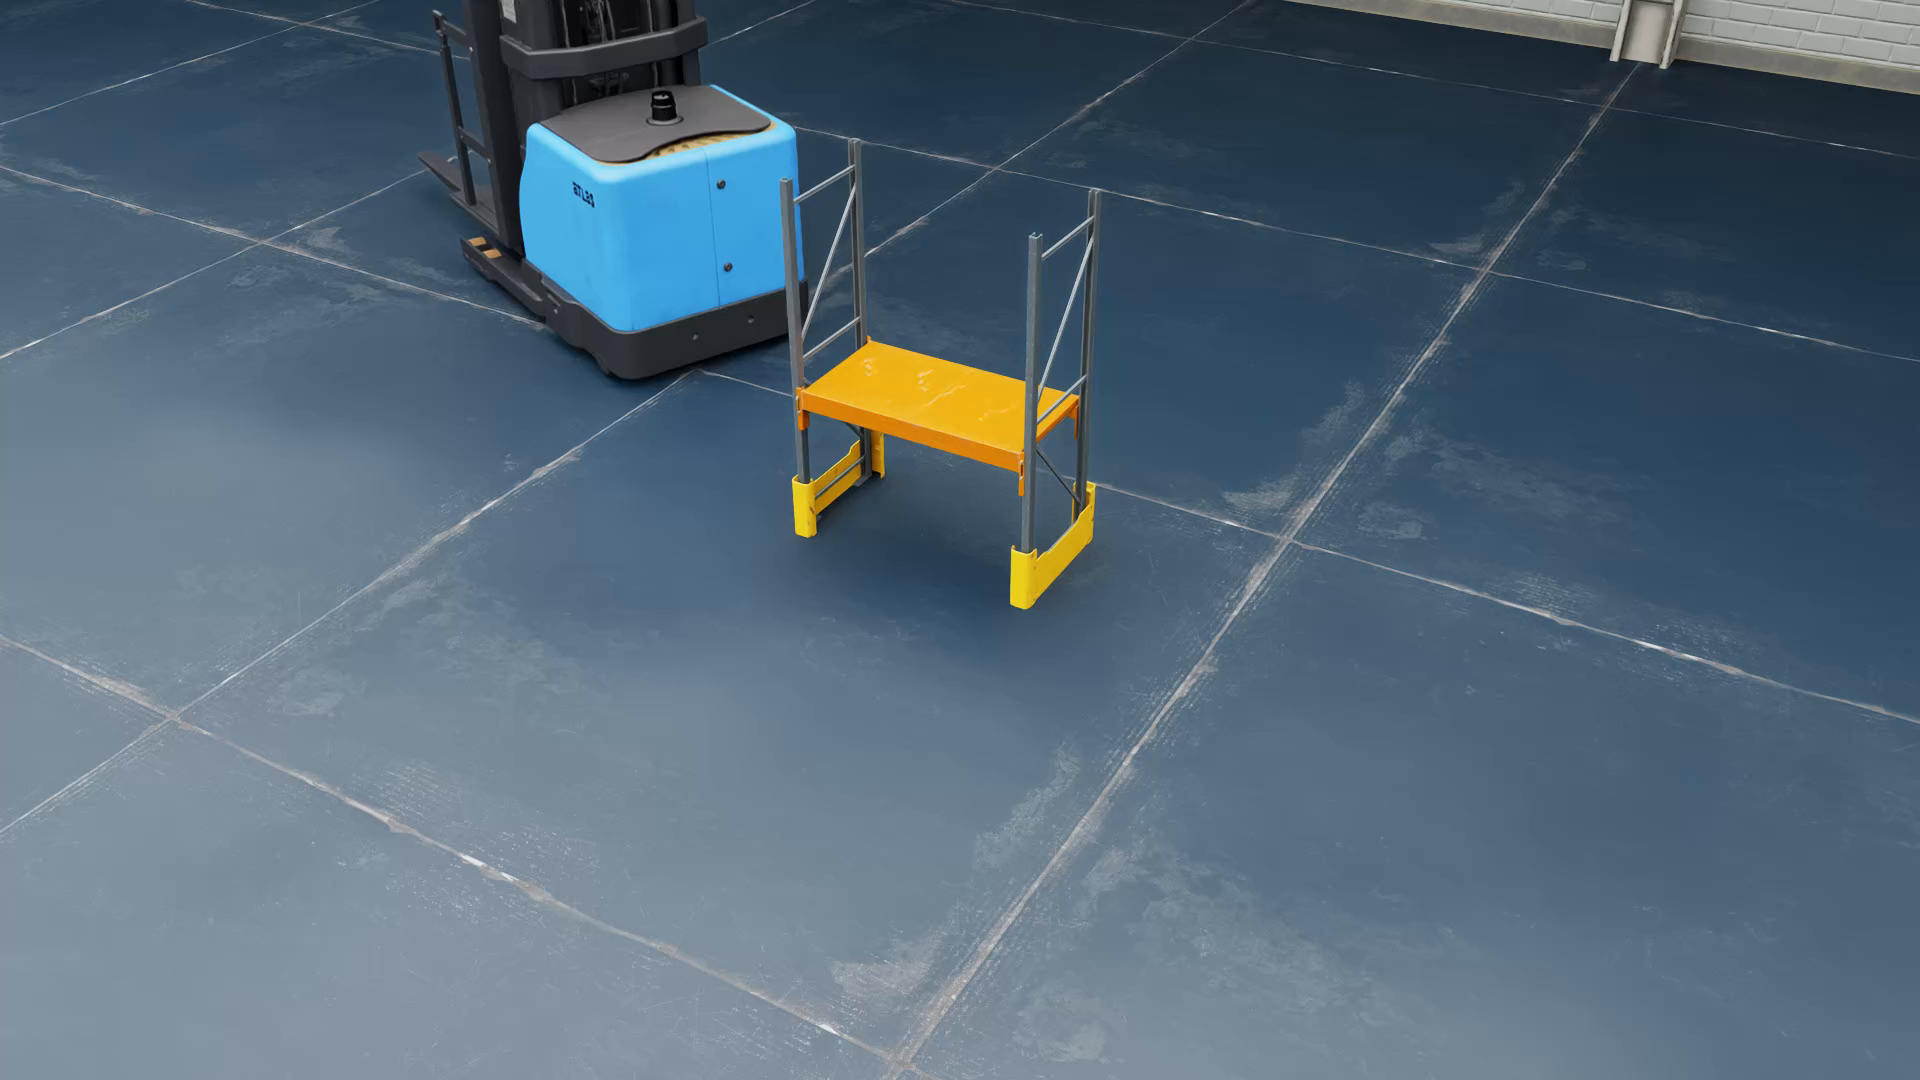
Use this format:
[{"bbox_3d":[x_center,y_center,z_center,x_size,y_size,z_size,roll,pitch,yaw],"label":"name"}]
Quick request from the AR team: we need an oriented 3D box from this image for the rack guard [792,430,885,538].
[{"bbox_3d":[-0.499,-0.262,6.918,0.087,0.250,0.587,18,37,24],"label":"rack guard"}]

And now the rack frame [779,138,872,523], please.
[{"bbox_3d":[-0.515,-0.788,6.579,0.032,1.500,0.500,18,37,24],"label":"rack frame"}]

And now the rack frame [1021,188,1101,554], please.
[{"bbox_3d":[0.367,-0.508,6.160,0.032,1.500,0.500,18,37,24],"label":"rack frame"}]

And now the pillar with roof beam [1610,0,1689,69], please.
[{"bbox_3d":[2.765,-5.130,6.335,0.400,9.000,9.100,18,37,24],"label":"pillar with roof beam"}]

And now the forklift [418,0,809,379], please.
[{"bbox_3d":[-2.018,-2.735,8.212,1.130,2.935,3.031,-22,39,-29],"label":"forklift"}]

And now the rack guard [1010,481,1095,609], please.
[{"bbox_3d":[0.366,0.012,6.507,0.087,0.250,0.587,18,37,24],"label":"rack guard"}]

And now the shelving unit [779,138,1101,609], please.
[{"bbox_3d":[-0.066,-0.645,6.366,1.083,1.500,0.587,18,37,24],"label":"shelving unit"}]

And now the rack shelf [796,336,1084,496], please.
[{"bbox_3d":[-0.074,-0.498,6.469,1.000,0.185,0.538,18,37,24],"label":"rack shelf"}]
